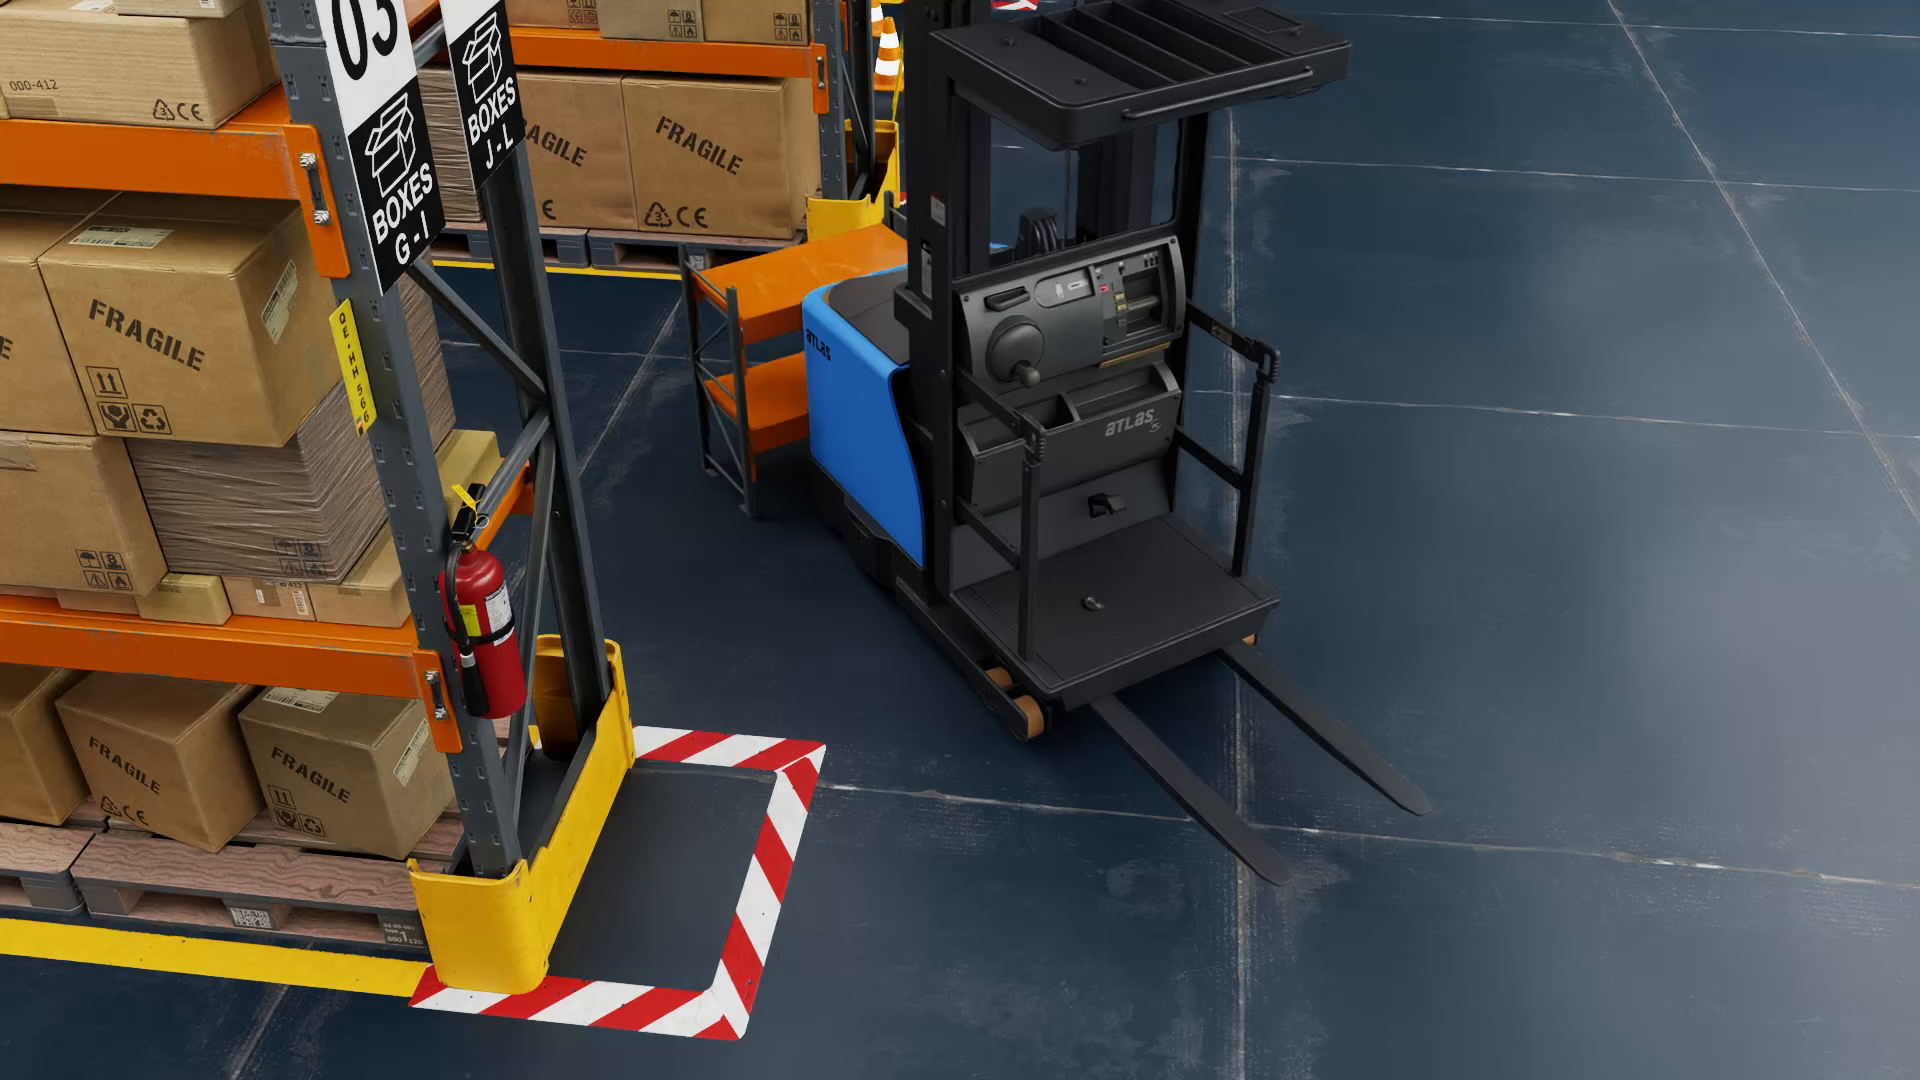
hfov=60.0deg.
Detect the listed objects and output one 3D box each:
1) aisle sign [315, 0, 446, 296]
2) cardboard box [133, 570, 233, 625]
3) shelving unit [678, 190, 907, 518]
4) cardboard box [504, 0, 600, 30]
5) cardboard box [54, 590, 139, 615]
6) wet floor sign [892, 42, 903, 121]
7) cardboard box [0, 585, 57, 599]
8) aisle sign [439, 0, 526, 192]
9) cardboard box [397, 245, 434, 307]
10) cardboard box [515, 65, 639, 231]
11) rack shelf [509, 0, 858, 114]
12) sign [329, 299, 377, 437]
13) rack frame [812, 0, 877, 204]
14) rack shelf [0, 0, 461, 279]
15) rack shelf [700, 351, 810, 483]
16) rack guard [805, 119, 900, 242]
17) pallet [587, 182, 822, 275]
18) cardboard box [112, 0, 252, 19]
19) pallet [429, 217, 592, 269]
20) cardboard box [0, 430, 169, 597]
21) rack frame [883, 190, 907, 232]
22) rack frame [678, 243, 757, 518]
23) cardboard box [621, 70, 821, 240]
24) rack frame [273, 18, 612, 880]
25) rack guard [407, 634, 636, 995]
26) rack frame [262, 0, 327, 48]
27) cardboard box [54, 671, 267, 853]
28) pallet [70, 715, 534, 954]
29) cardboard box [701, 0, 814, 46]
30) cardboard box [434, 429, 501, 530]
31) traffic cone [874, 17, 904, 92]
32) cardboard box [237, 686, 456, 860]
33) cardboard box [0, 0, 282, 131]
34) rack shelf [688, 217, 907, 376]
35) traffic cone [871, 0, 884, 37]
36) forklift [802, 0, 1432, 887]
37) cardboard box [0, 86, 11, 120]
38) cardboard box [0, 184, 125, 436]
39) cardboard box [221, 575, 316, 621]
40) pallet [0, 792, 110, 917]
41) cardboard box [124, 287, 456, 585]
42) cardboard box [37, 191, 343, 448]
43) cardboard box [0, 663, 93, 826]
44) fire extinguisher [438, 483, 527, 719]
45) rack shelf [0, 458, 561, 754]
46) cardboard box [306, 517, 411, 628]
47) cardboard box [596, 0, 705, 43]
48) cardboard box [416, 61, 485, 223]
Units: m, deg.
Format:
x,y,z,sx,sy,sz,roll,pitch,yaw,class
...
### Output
x,y,z,sx,sy,sz,roll,pitch,yaw,class
-1.334,-1.008,3.842,0.004,0.787,0.394,4,36,6,aisle sign
-2.169,0.066,4.792,0.250,0.149,0.380,4,36,6,cardboard box
-0.627,-0.843,7.463,1.048,1.125,0.538,-21,40,-26,shelving unit
-2.087,-3.182,8.997,0.550,0.550,0.875,4,36,6,cardboard box
-2.415,0.038,4.831,0.250,0.149,0.380,4,36,6,cardboard box
-0.344,-3.158,11.119,0.232,0.644,0.267,-2,36,-2,wet floor sign
-2.657,-0.004,4.890,0.250,0.149,0.380,4,36,6,cardboard box
-1.258,-1.353,4.326,0.004,0.787,0.394,4,36,6,aisle sign
-1.868,-0.893,4.717,0.500,0.500,0.500,4,36,6,cardboard box
-2.179,-2.359,9.441,0.875,0.875,0.875,4,36,5,cardboard box
-2.609,-2.832,9.256,4.000,0.370,1.077,4,36,6,rack shelf
-1.448,-0.409,3.972,0.005,0.325,0.100,4,36,6,sign
-0.625,-2.977,8.840,0.127,3.000,1.000,4,36,6,rack frame
-3.341,-1.203,4.391,4.000,0.370,1.077,4,36,6,rack shelf
-0.627,-0.644,7.605,1.000,0.278,0.538,-21,40,-26,rack shelf
-0.601,-1.958,9.563,0.348,0.500,1.175,4,36,6,rack guard
-1.428,-1.856,9.669,1.213,0.211,1.003,4,36,6,pallet
-1.672,-1.290,3.679,0.250,0.149,0.380,4,36,6,cardboard box
-2.635,-1.948,9.798,1.213,0.211,1.003,4,36,6,pallet
-2.410,-0.313,4.764,0.500,0.500,0.875,4,36,6,cardboard box
-0.200,-1.003,7.687,0.032,1.125,0.500,-21,40,-26,rack frame
-1.054,-0.683,7.238,0.032,1.125,0.500,-21,40,-26,rack frame
-1.306,-2.296,9.352,0.875,0.875,0.875,4,36,6,cardboard box
-1.357,-0.127,4.846,0.127,3.000,1.000,4,36,6,rack frame
-1.433,0.885,5.580,0.348,0.500,1.175,4,36,6,rack guard
-1.357,-2.569,3.103,0.127,3.000,1.000,4,36,6,rack frame
-2.572,0.639,5.562,0.500,0.500,0.500,14,38,18,cardboard box
-2.234,0.922,5.776,1.213,0.211,1.003,4,36,6,pallet
-0.999,-3.040,8.798,0.550,0.550,0.875,4,36,6,cardboard box
-1.609,-0.183,5.141,0.250,0.149,0.380,4,36,6,cardboard box
-0.490,-3.428,11.655,0.334,0.463,0.336,4,36,6,traffic cone
-1.974,0.664,5.528,0.500,0.500,0.500,11,37,15,cardboard box
-1.868,-1.176,3.863,0.500,0.250,0.500,5,36,7,cardboard box
-0.627,-1.081,7.292,1.000,0.278,0.538,-21,40,-26,rack shelf
-0.686,-4.093,12.586,0.334,0.463,0.336,4,36,6,traffic cone
0.524,-0.757,5.788,1.130,2.935,3.031,-19,40,-25,forklift
-2.363,-1.211,3.912,0.500,0.250,0.500,4,36,6,cardboard box
-2.431,-0.628,4.345,0.500,0.500,0.500,4,36,6,cardboard box
-1.914,0.054,4.808,0.250,0.149,0.380,4,36,6,cardboard box
-3.440,0.830,5.905,1.213,0.211,1.003,4,36,6,pallet
-1.899,-0.345,4.809,0.500,0.500,0.875,4,36,6,cardboard box
-1.934,-0.594,4.297,0.500,0.500,0.500,4,36,6,cardboard box
-3.190,0.582,5.643,0.500,0.500,0.500,7,36,10,cardboard box
-1.302,0.179,4.484,0.183,0.674,0.296,4,36,6,fire extinguisher
-3.341,0.018,5.262,4.000,0.370,1.077,4,36,6,rack shelf
-1.666,0.073,4.782,0.250,0.149,0.380,4,36,6,cardboard box
-1.547,-3.068,8.837,0.550,0.550,0.875,4,36,6,cardboard box
-3.083,-2.428,9.537,0.875,0.875,0.875,5,36,6,cardboard box
